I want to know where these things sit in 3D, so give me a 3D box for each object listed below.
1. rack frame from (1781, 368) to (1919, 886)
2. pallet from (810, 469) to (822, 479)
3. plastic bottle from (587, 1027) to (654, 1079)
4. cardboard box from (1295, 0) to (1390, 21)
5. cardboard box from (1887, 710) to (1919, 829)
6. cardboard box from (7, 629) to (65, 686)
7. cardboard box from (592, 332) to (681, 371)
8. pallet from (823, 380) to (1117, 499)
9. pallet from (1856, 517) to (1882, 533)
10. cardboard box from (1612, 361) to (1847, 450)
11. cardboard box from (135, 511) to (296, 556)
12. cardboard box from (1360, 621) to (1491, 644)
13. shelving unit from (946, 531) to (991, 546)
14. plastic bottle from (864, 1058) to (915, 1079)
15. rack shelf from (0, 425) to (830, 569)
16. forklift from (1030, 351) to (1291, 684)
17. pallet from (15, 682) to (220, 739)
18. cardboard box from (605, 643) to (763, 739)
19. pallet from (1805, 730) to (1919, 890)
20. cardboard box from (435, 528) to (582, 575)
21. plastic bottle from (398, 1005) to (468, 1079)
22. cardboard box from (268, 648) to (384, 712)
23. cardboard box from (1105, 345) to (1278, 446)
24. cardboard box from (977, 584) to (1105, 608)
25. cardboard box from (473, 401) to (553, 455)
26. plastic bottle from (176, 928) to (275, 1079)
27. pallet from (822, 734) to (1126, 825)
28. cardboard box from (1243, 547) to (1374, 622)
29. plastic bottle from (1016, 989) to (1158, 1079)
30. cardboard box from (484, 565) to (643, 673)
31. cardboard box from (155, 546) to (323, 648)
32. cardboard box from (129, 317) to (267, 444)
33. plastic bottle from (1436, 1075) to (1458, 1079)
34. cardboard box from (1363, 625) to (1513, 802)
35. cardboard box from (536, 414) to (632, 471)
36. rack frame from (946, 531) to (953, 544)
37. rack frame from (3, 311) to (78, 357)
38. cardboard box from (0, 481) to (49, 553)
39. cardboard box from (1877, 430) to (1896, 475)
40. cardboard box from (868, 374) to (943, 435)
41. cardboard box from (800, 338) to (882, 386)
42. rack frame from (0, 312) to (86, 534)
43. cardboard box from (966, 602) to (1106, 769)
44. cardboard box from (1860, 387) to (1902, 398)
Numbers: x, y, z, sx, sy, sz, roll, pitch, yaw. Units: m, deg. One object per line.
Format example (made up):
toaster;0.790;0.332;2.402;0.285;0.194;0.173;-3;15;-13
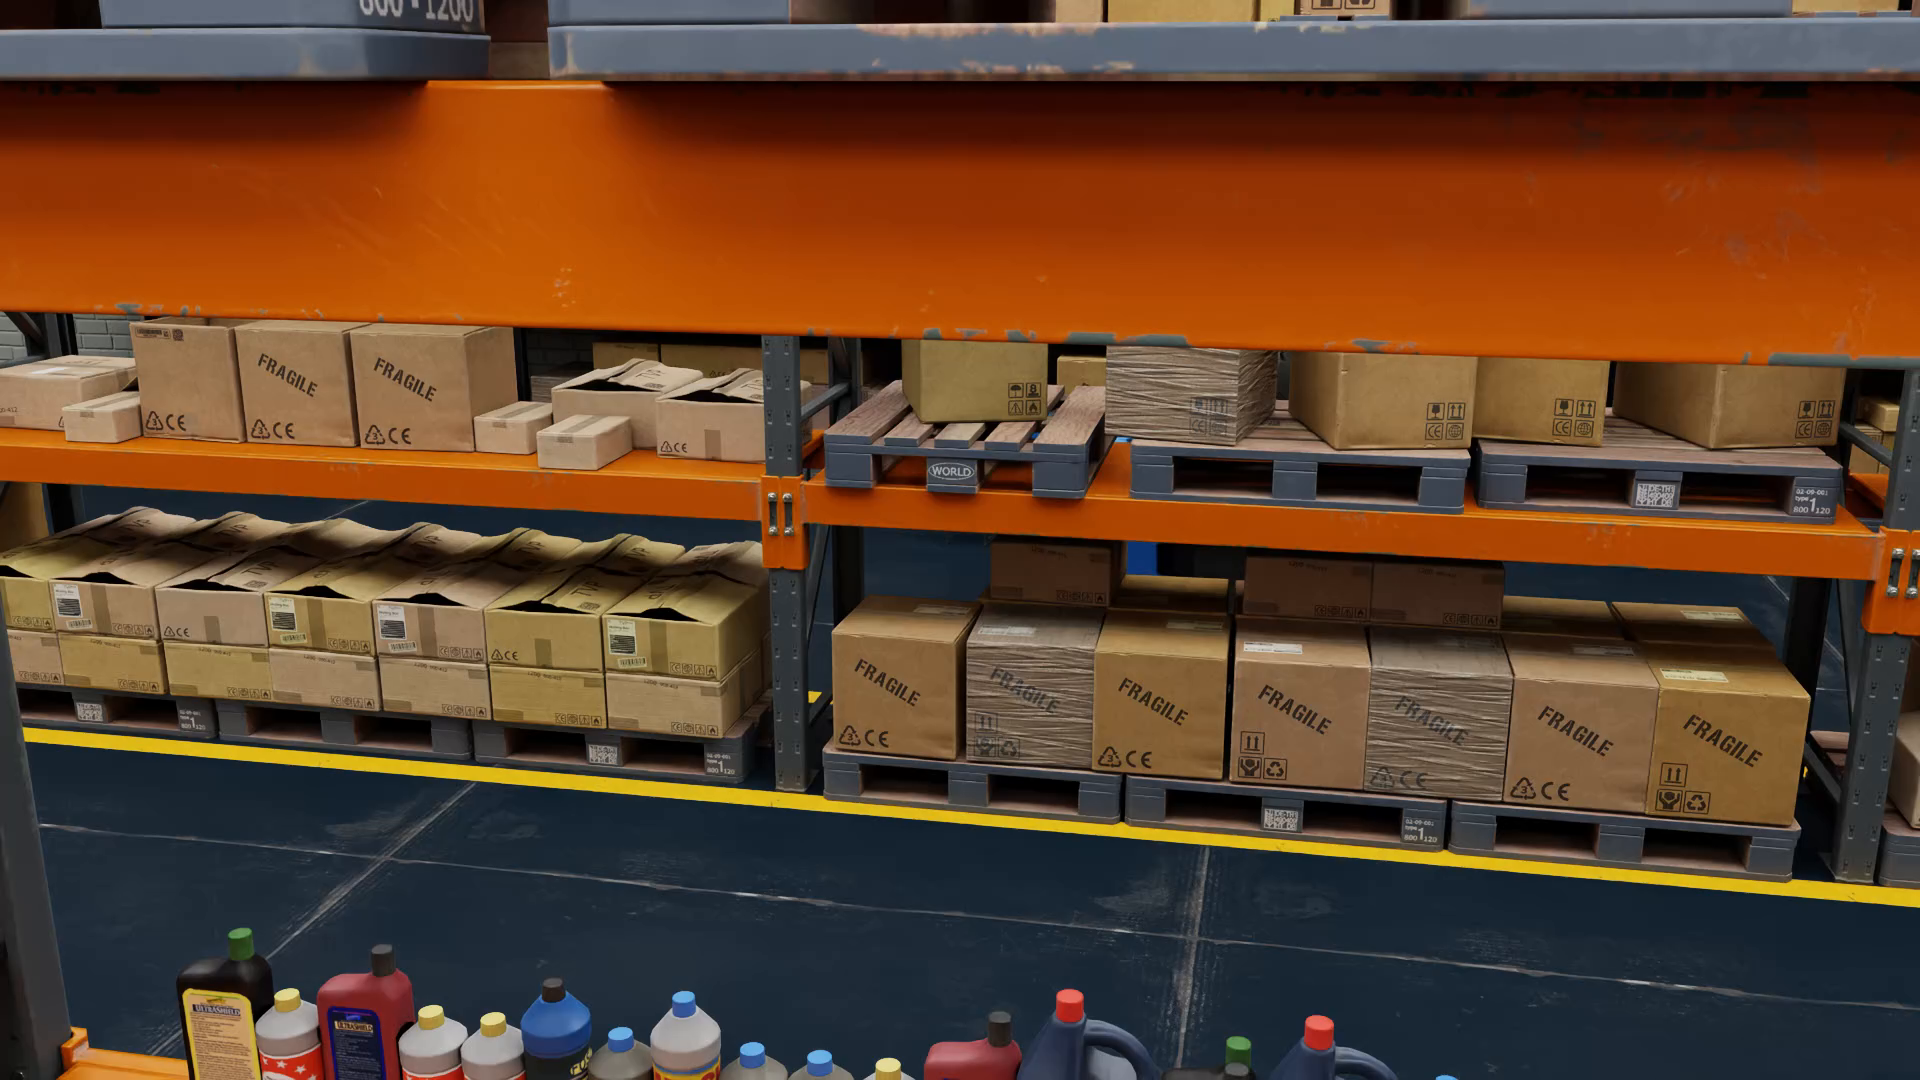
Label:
rack frame;3.327;-0.333;6.074;0.127;3.000;1.000;3;16;11
pallet;-0.374;-0.540;12.045;1.213;0.211;1.003;3;16;11
plastic bottle;-0.480;0.795;2.377;0.097;0.201;0.097;0;15;0
cardboard box;1.541;-2.193;6.011;0.600;0.600;0.600;2;16;9
cardboard box;3.696;0.830;6.089;0.500;0.311;0.500;3;16;11
cardboard box;-4.166;0.451;7.610;0.500;0.250;0.500;3;16;10
cardboard box;-2.372;-1.366;12.257;0.500;0.250;0.500;3;16;10
pallet;0.086;-0.435;6.804;1.003;0.211;1.213;3;16;11
pallet;6.240;-0.160;10.673;1.213;0.211;1.003;3;16;11
cardboard box;2.908;-0.667;6.307;0.500;0.500;0.700;-2;16;-8
cardboard box;-3.547;0.067;7.945;0.500;0.311;0.500;4;16;13
cardboard box;1.889;0.516;6.867;0.500;0.500;0.500;3;16;12
shelving unit;0.052;-0.503;10.342;0.252;1.050;0.215;3;16;11
plastic bottle;-0.098;0.815;2.302;0.097;0.201;0.097;0;15;0
rack shelf;-2.552;-0.305;7.322;4.000;0.370;1.077;3;16;11
forklift;1.662;-0.826;7.982;1.130;2.935;3.031;-13;20;-38
pallet;-3.782;0.615;7.878;1.213;0.211;1.003;3;16;11
cardboard box;-1.156;0.613;7.024;0.500;0.250;0.500;3;16;12
pallet;4.000;1.048;6.313;1.213;0.211;1.003;3;16;11
cardboard box;-2.063;0.149;7.649;0.500;0.311;0.500;3;16;10
plastic bottle;-0.766;0.779;2.433;0.097;0.201;0.097;0;15;0
cardboard box;-2.659;0.532;7.315;0.500;0.250;0.500;3;16;12
cardboard box;0.905;-0.693;6.402;0.500;0.500;0.700;6;17;22
cardboard box;0.371;0.436;7.159;0.500;0.500;0.500;4;16;13
cardboard box;-1.853;-0.477;7.067;0.250;0.149;0.380;4;16;15
plastic bottle;-1.102;0.716;2.506;0.133;0.283;0.061;3;16;11
pallet;0.132;0.848;7.035;1.213;0.211;1.003;3;16;11
cardboard box;1.430;0.129;6.860;0.500;0.250;0.500;3;16;10
plastic bottle;0.166;0.764;2.207;0.185;0.351;0.144;3;16;11
cardboard box;-1.665;0.318;7.040;0.500;0.311;0.500;3;16;10
cardboard box;-3.160;0.237;7.332;0.500;0.311;0.500;3;16;9
cardboard box;-3.247;-0.733;7.333;0.500;0.500;0.500;4;16;15
plastic bottle;0.621;0.821;2.152;0.097;0.271;0.097;0;15;0
cardboard box;1.813;0.653;6.373;0.500;0.500;0.500;3;16;12
cardboard box;-1.529;-0.400;6.787;0.250;0.149;0.380;3;16;11
rack frame;-0.067;-0.510;10.365;0.008;1.050;0.200;3;16;11
rack frame;-7.448;-2.267;13.057;0.127;3.000;1.000;3;16;11
cardboard box;-4.904;-0.103;8.206;0.500;0.500;0.500;3;16;11
cardboard box;6.018;-0.504;10.590;0.500;0.500;0.700;3;16;12
cardboard box;-0.325;-0.874;11.885;0.500;0.500;0.700;3;16;12
cardboard box;-0.871;-1.282;11.953;0.500;0.250;0.500;3;16;12
rack frame;-4.512;-0.758;7.610;0.127;3.000;1.000;3;16;11
cardboard box;0.311;0.573;6.664;0.500;0.500;0.500;3;16;9
cardboard box;5.943;-0.877;10.720;0.250;0.149;0.380;3;16;12
